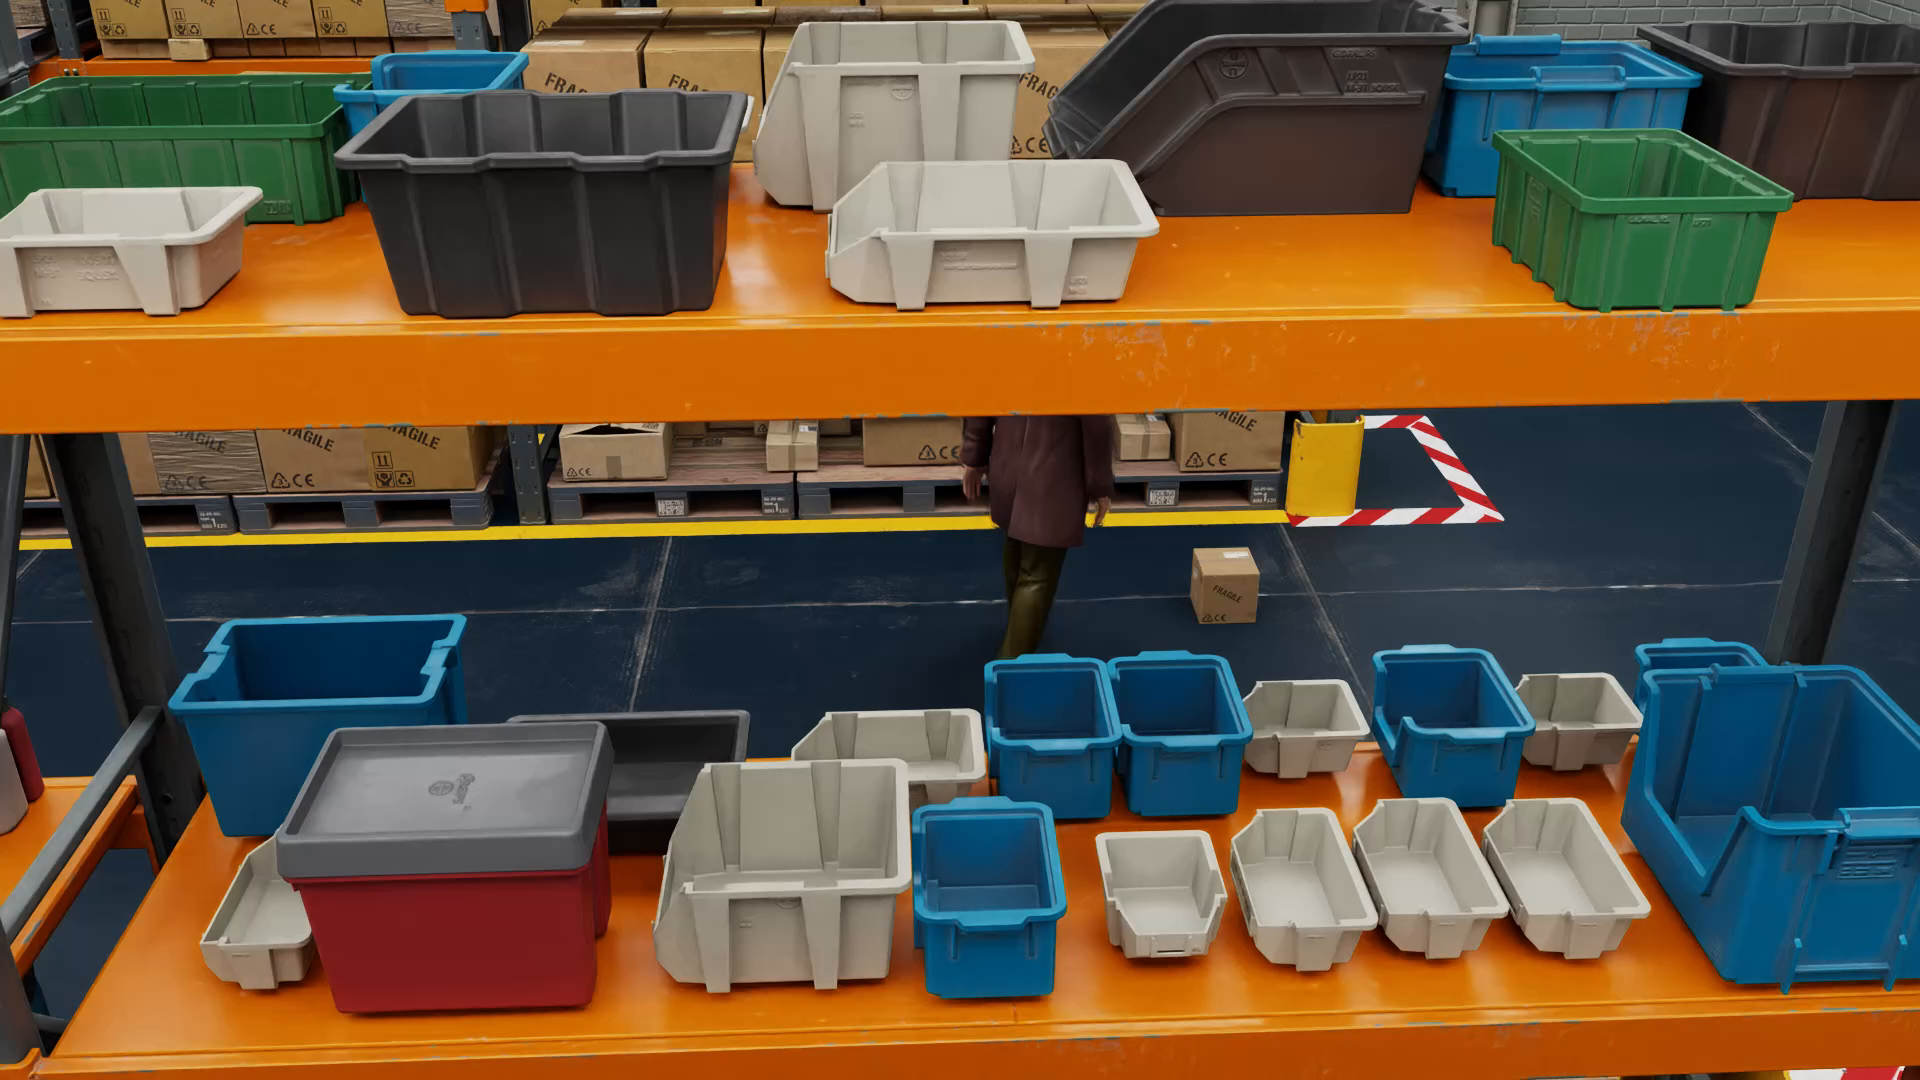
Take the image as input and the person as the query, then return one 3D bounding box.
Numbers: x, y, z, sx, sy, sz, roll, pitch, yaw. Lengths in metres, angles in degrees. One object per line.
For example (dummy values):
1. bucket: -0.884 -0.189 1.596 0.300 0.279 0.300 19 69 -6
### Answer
1. person: 0.348 -0.279 6.645 0.636 1.752 0.844 18 32 31
